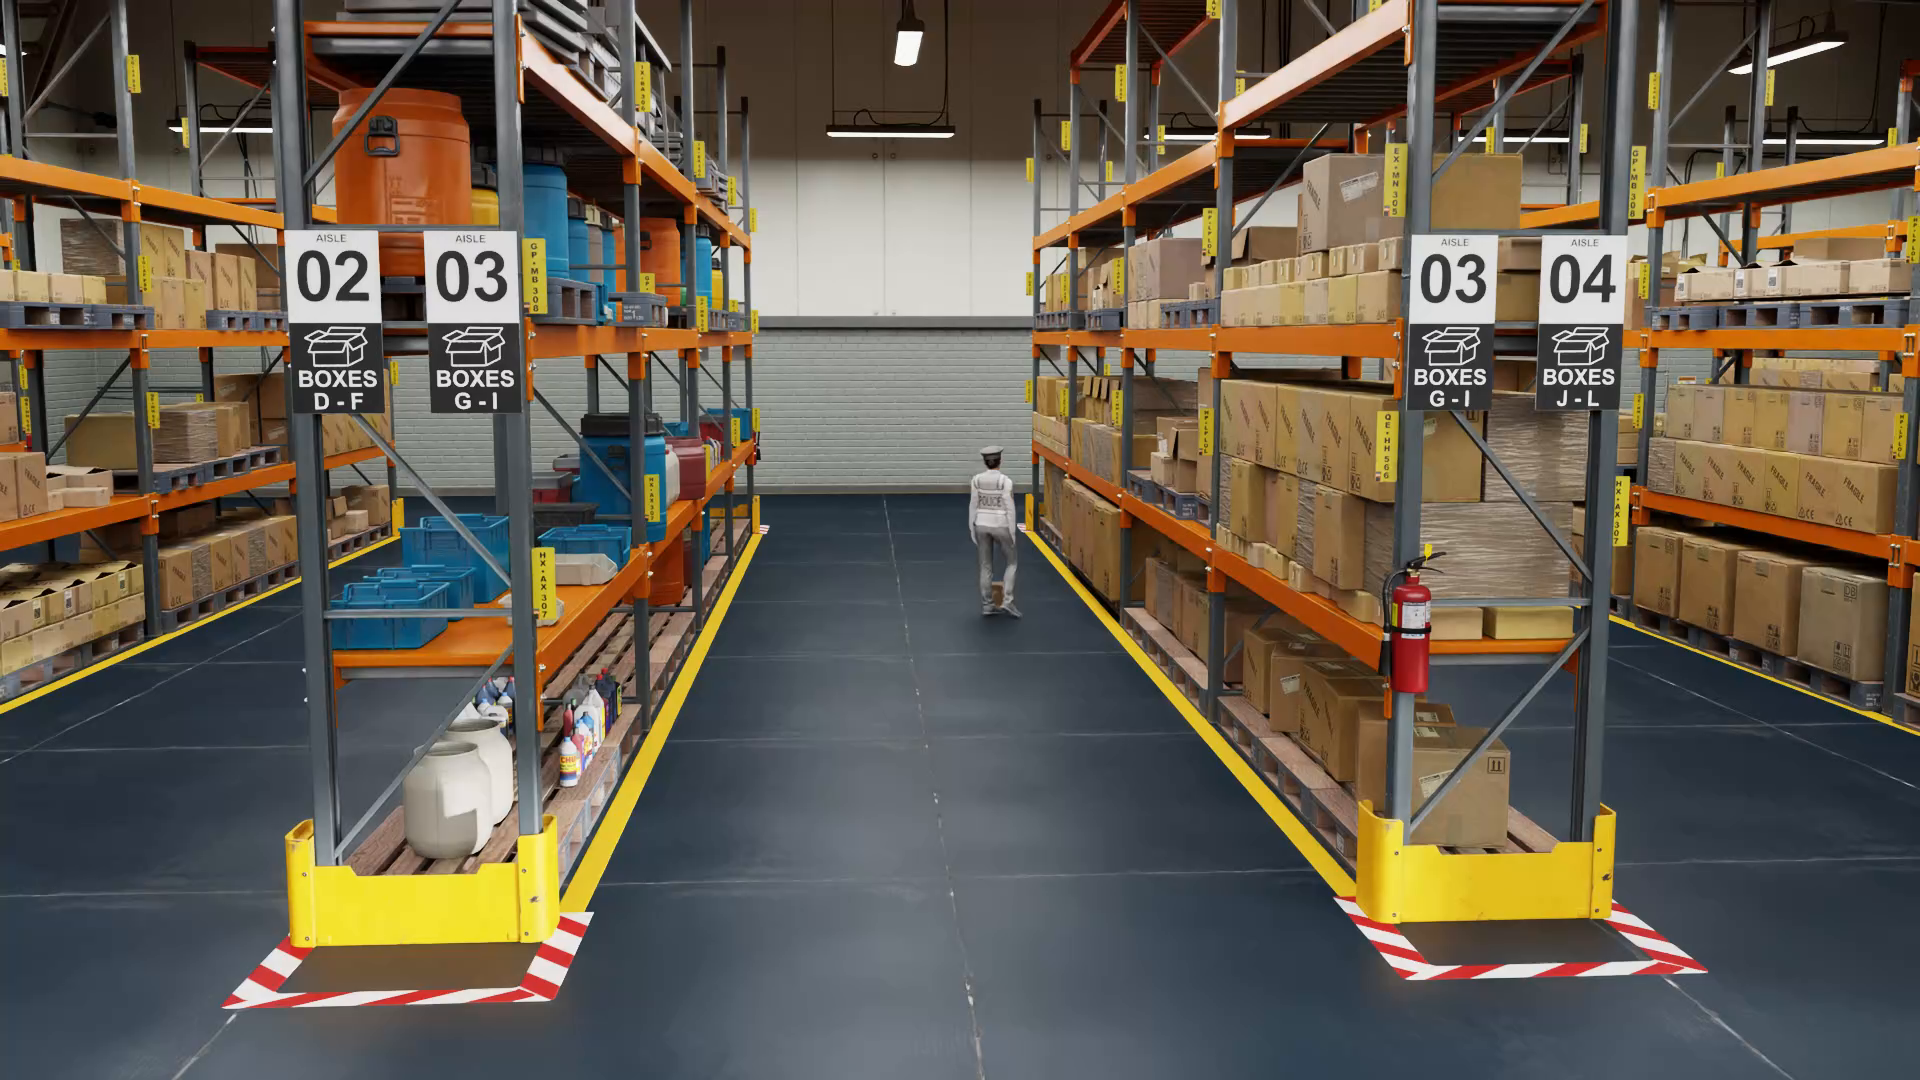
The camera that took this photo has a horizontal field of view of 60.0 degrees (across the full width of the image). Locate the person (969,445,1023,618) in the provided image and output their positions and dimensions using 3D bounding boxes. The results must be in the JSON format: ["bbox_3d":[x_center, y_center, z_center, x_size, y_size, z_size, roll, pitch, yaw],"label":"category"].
[{"bbox_3d":[0.353,-0.077,16.351,0.557,1.696,0.372,3,7,22],"label":"person"}]
